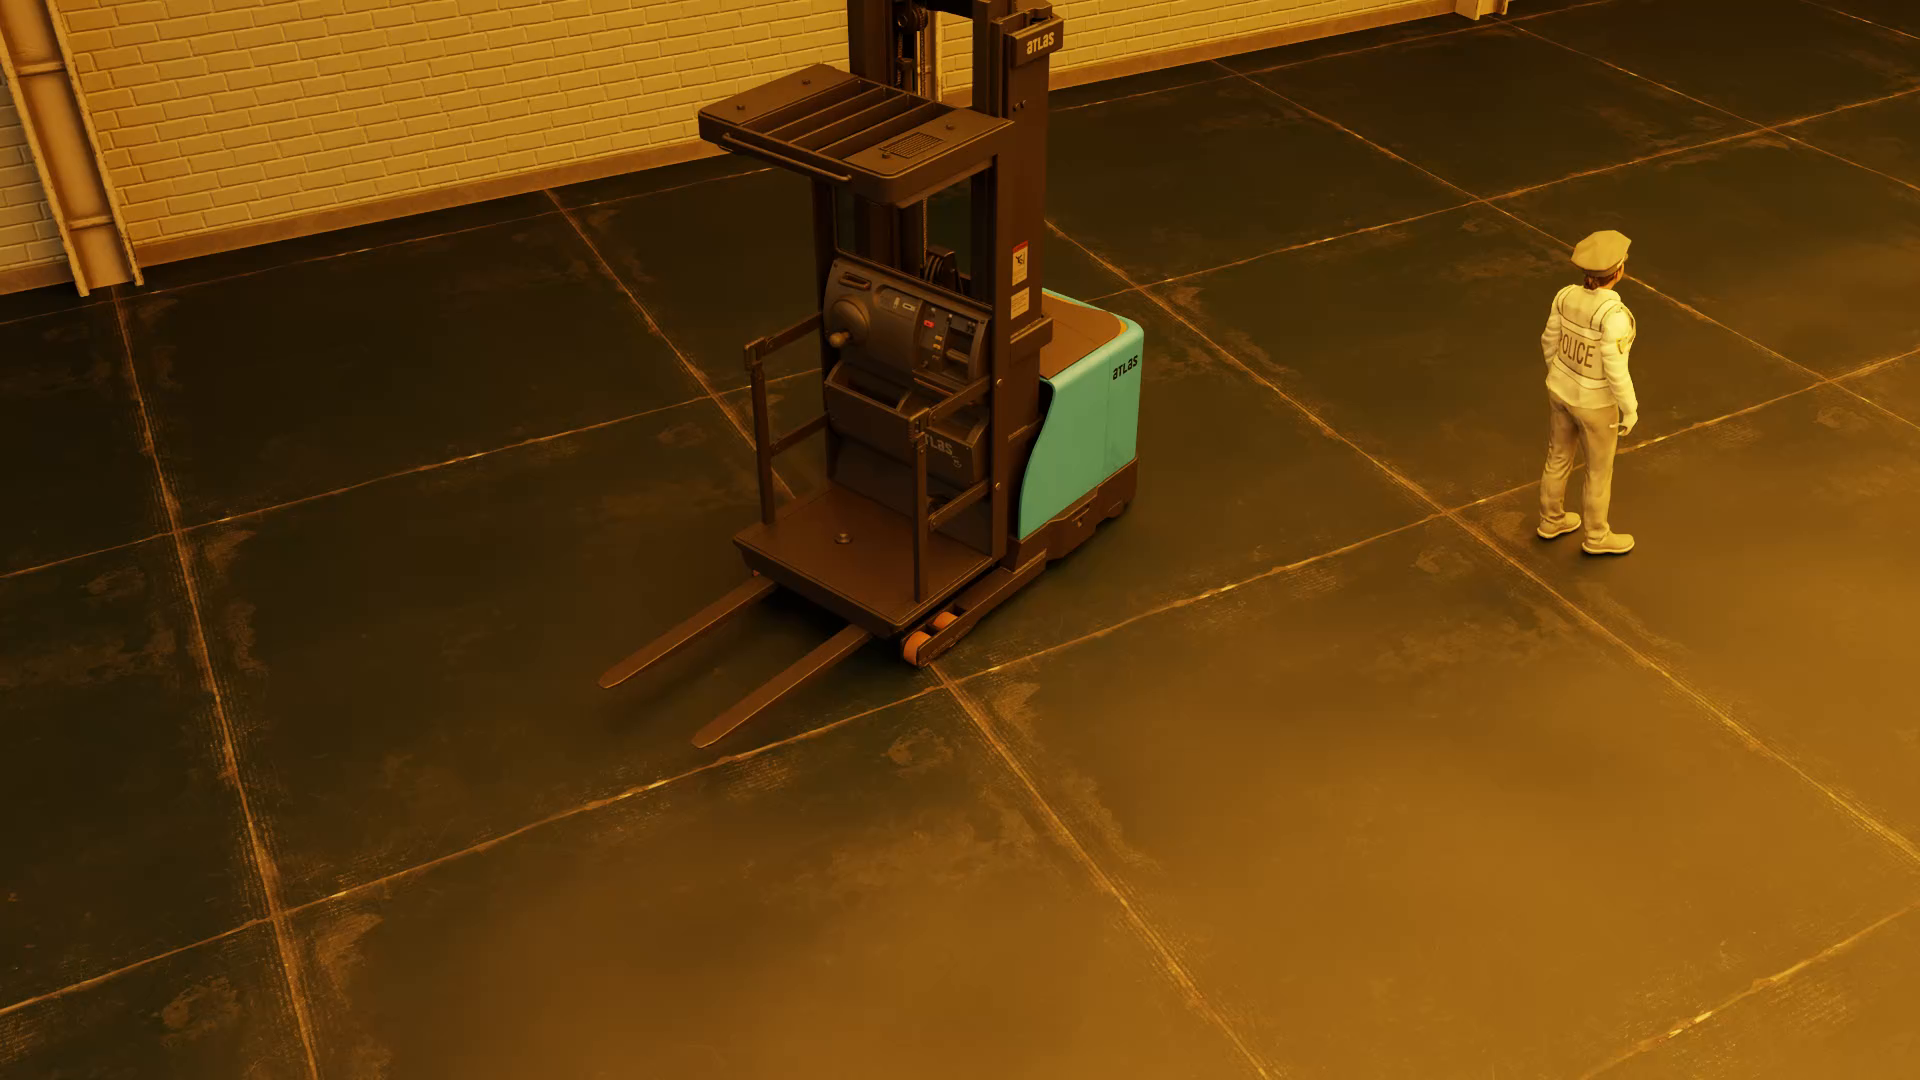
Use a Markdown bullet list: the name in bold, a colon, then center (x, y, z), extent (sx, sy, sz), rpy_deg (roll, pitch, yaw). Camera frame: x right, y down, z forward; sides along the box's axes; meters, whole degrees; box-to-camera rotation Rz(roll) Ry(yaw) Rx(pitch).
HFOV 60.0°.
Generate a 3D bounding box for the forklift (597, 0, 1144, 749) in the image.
- **forklift**: center (-0.390, -0.927, 7.434), extent (1.130, 2.935, 3.031), rpy_deg (26, 43, 31)

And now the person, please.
- **person**: center (3.138, -0.731, 8.216), extent (0.530, 1.694, 0.588), rpy_deg (-16, 38, -21)
